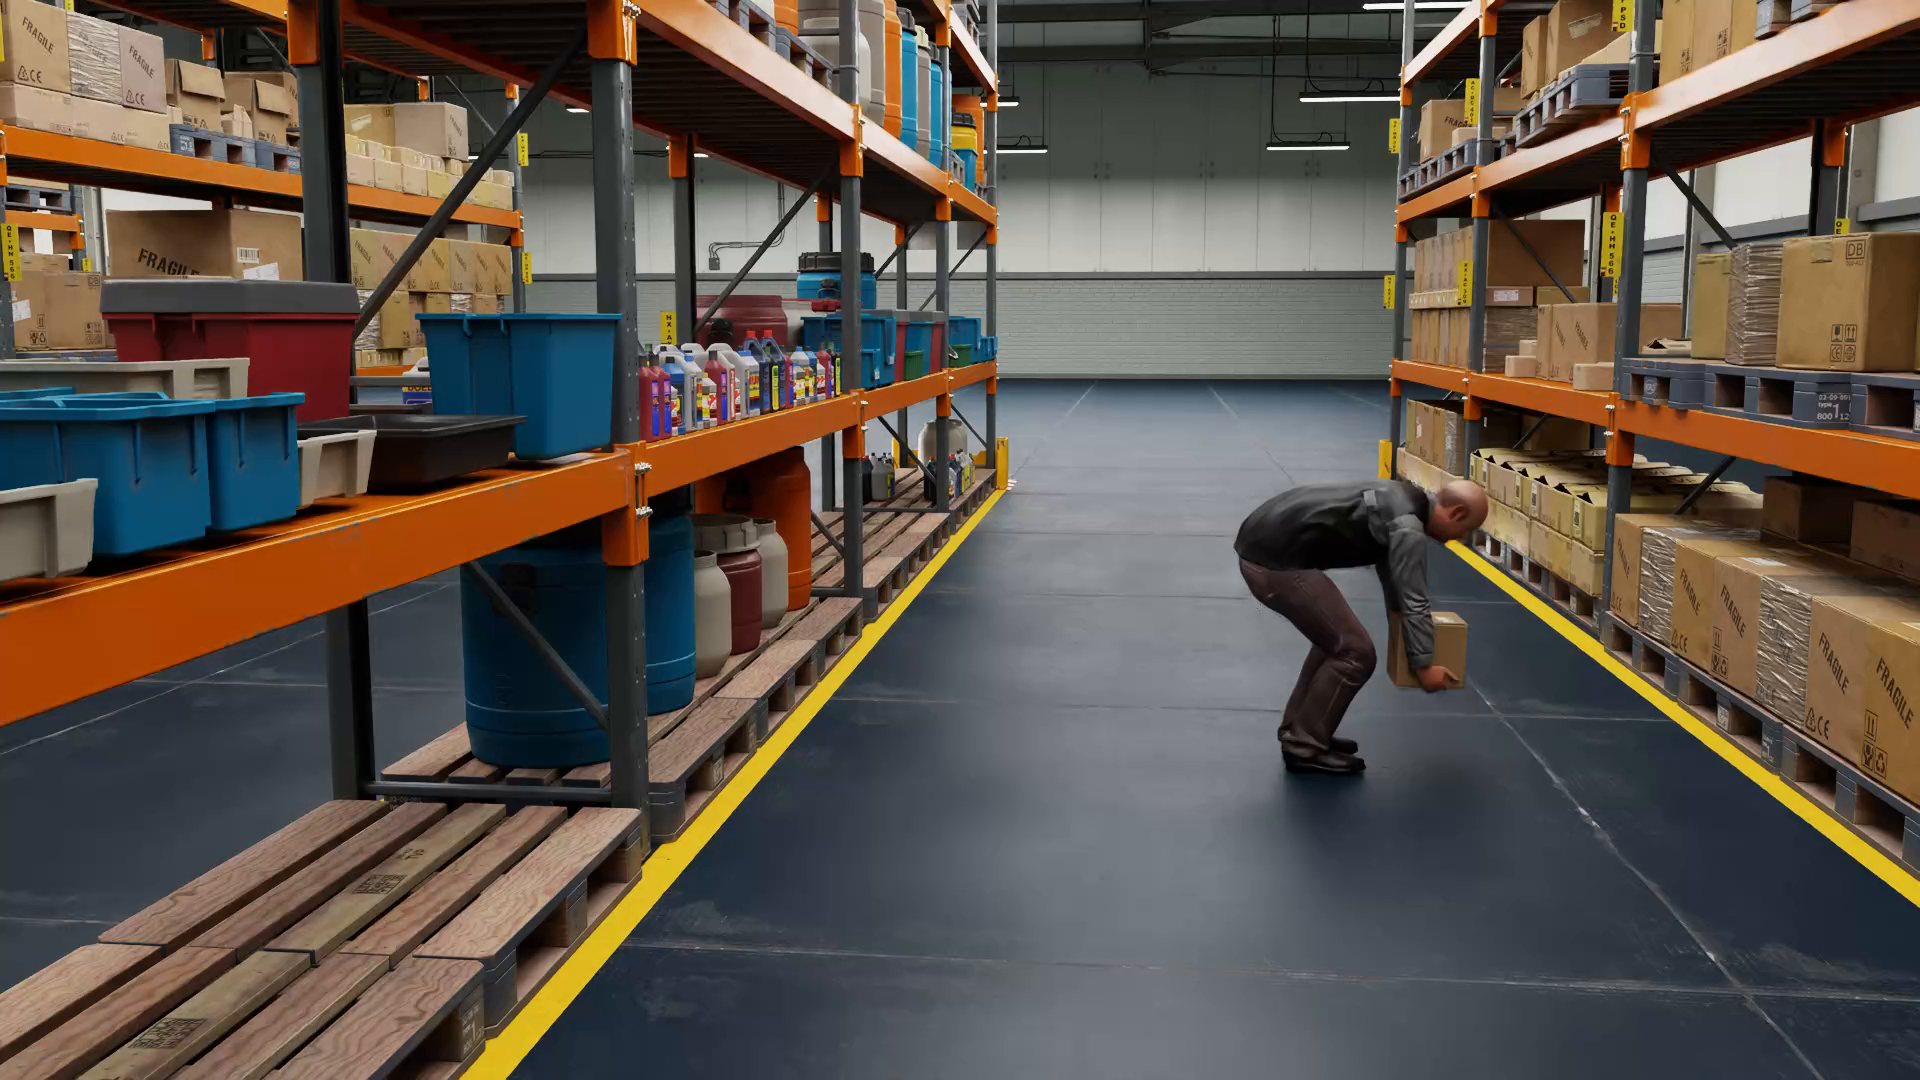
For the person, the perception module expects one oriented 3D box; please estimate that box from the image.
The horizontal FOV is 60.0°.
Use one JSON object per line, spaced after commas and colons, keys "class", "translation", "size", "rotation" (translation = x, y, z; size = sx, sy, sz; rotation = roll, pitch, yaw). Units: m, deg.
{"class": "person", "translation": [1.523, 0.313, 6.358], "size": [0.945, 1.109, 0.480], "rotation": [0, 8, 4]}
